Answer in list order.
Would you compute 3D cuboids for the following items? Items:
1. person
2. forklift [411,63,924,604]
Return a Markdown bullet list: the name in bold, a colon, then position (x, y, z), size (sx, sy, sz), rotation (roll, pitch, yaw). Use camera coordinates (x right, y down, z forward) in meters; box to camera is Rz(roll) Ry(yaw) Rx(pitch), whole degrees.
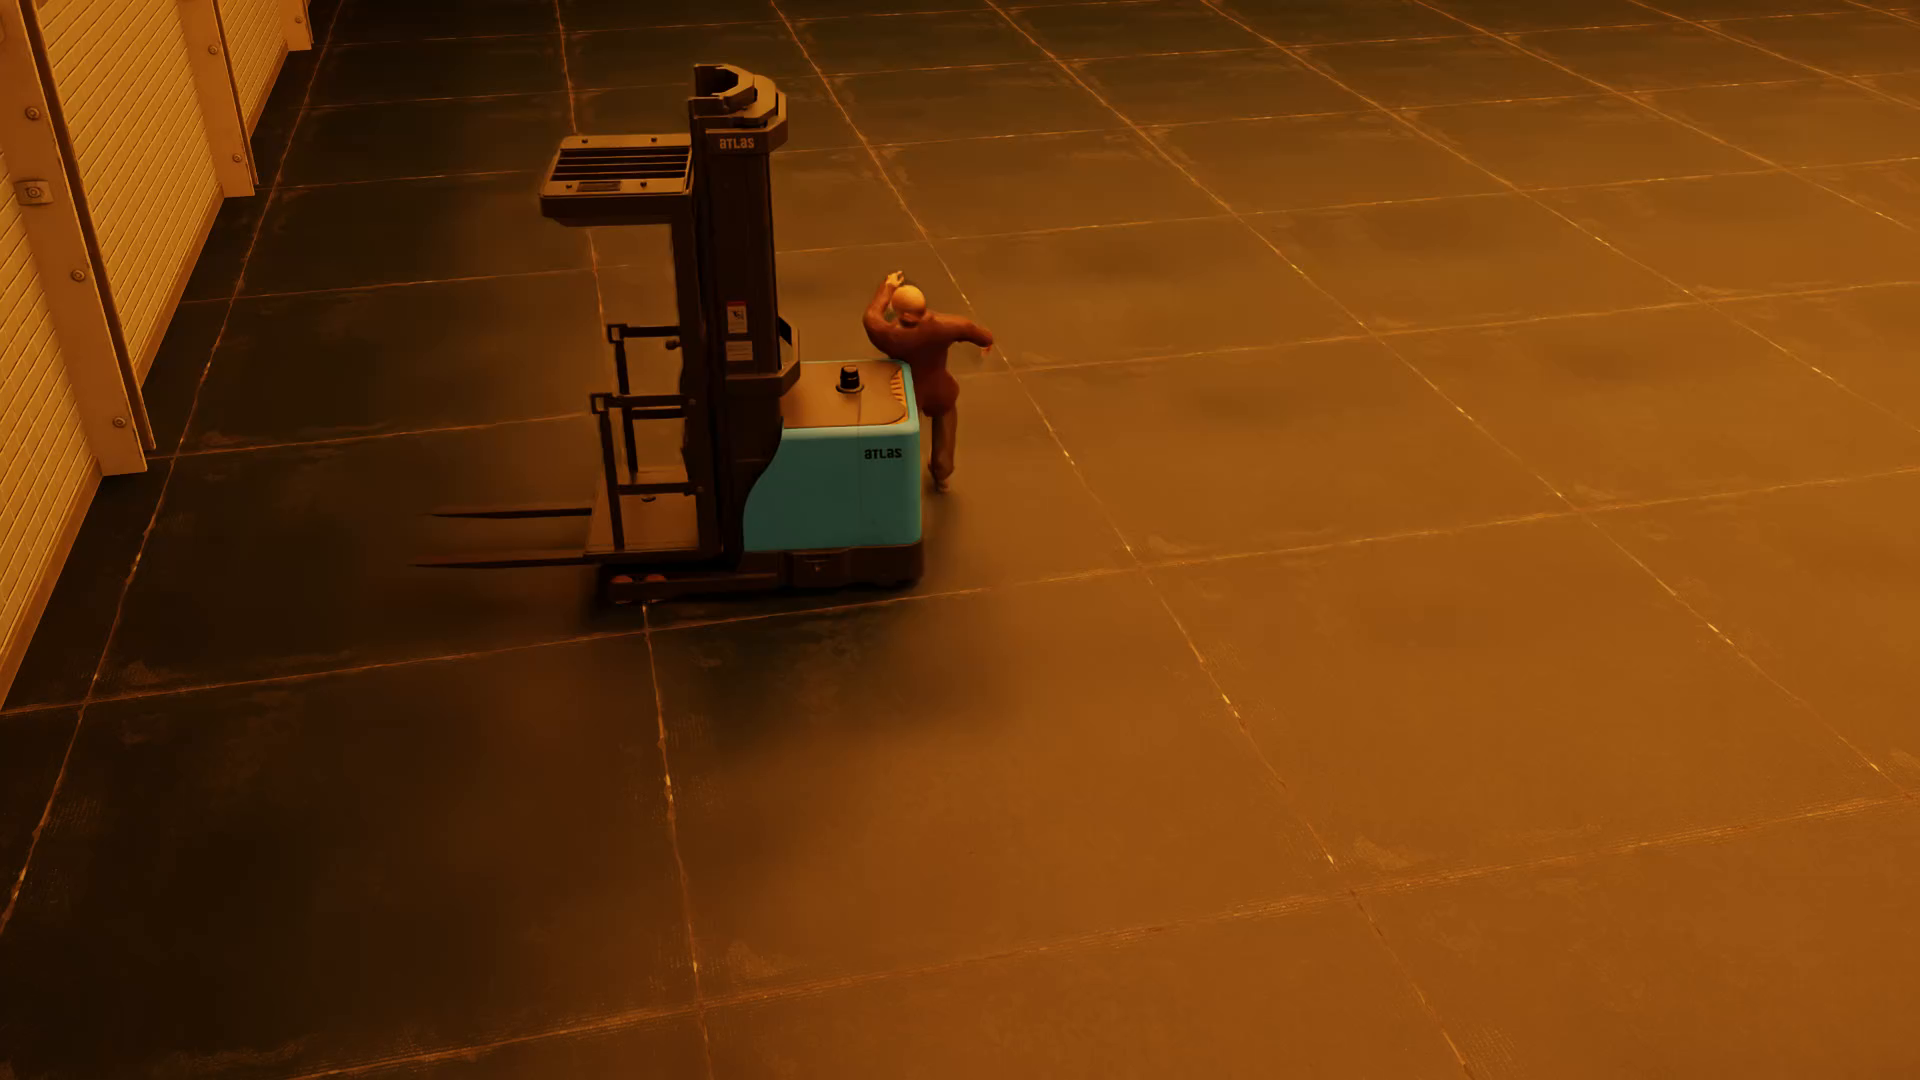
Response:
- **person**: position (-0.181, -1.012, 10.661), size (0.979, 1.565, 0.893), rotation (-17, 34, -27)
- **forklift**: position (-1.763, -1.166, 9.589), size (3.031, 2.935, 1.130), rotation (-3, 30, -4)
